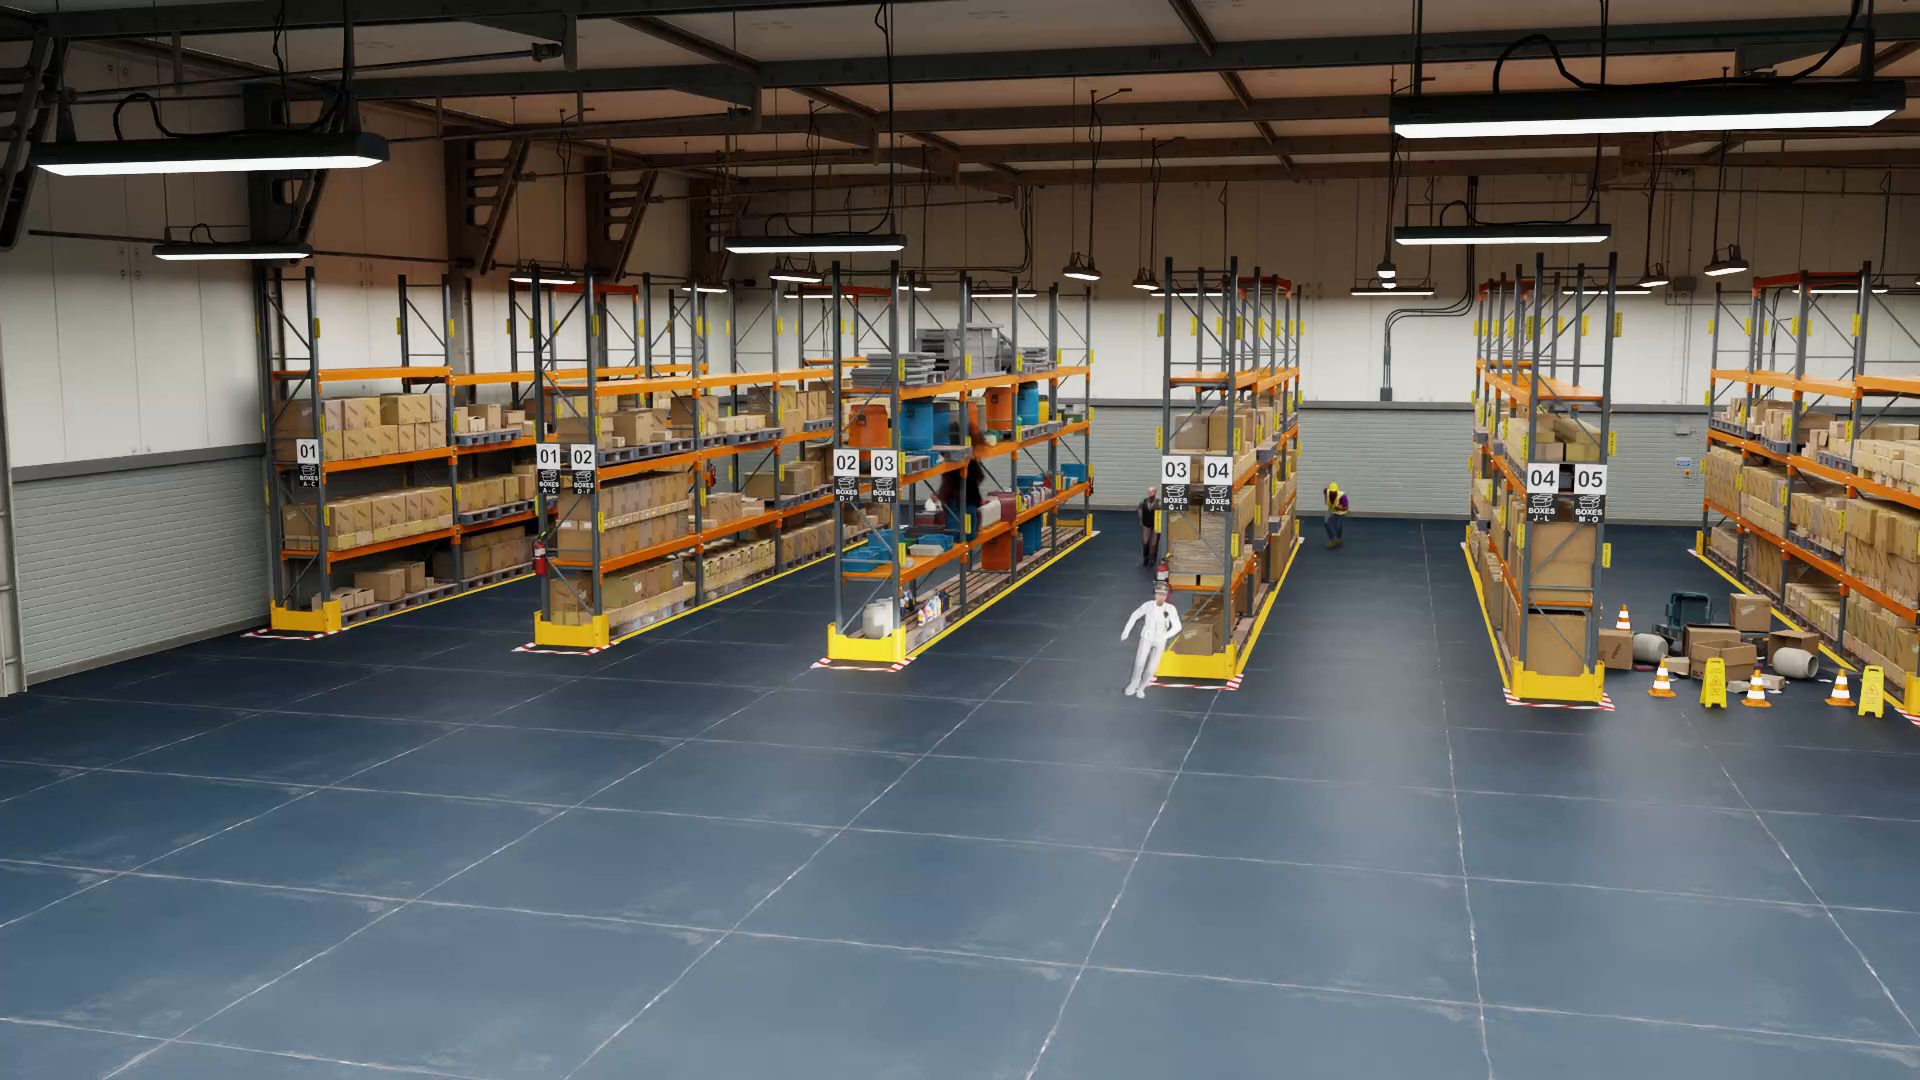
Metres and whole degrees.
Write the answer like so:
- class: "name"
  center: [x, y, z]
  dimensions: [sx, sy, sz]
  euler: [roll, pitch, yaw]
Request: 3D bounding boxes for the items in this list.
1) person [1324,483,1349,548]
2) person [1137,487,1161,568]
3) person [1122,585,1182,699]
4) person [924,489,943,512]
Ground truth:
- class: "person"
  center: [8.673, -0.597, 38.281]
  dimensions: [0.723, 1.529, 1.174]
  euler: [5, 9, 32]
- class: "person"
  center: [4.005, -0.256, 34.840]
  dimensions: [0.662, 1.710, 0.695]
  euler: [2, 7, 14]
- class: "person"
  center: [2.612, 1.390, 22.541]
  dimensions: [0.773, 1.607, 0.625]
  euler: [0, 7, -2]
- class: "person"
  center: [-0.520, -0.247, 35.055]
  dimensions: [0.548, 1.675, 0.766]
  euler: [2, 8, 19]
